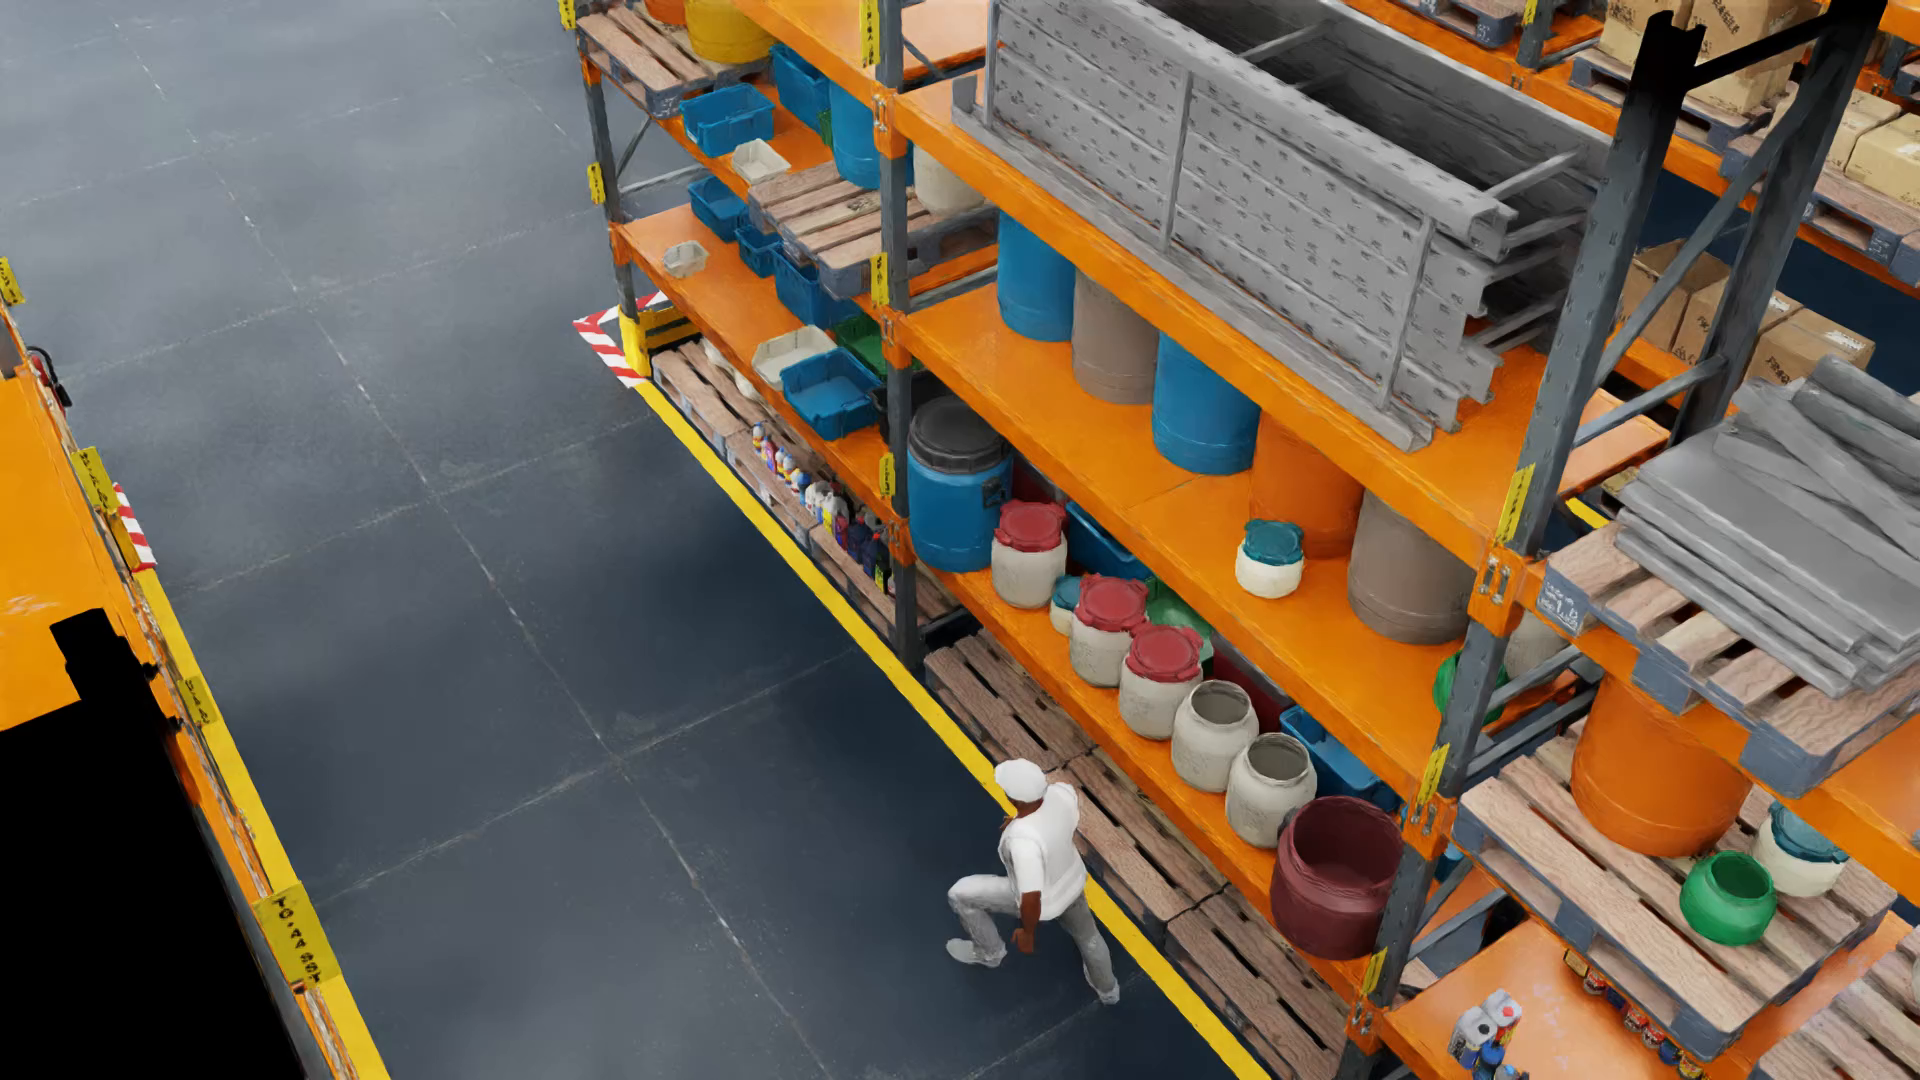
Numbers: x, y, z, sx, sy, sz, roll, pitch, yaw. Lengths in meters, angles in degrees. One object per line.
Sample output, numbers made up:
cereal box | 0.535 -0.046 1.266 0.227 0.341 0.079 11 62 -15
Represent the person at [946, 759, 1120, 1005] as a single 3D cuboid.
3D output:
person | 0.434 1.786 8.552 0.858 1.687 0.707 29 50 28
